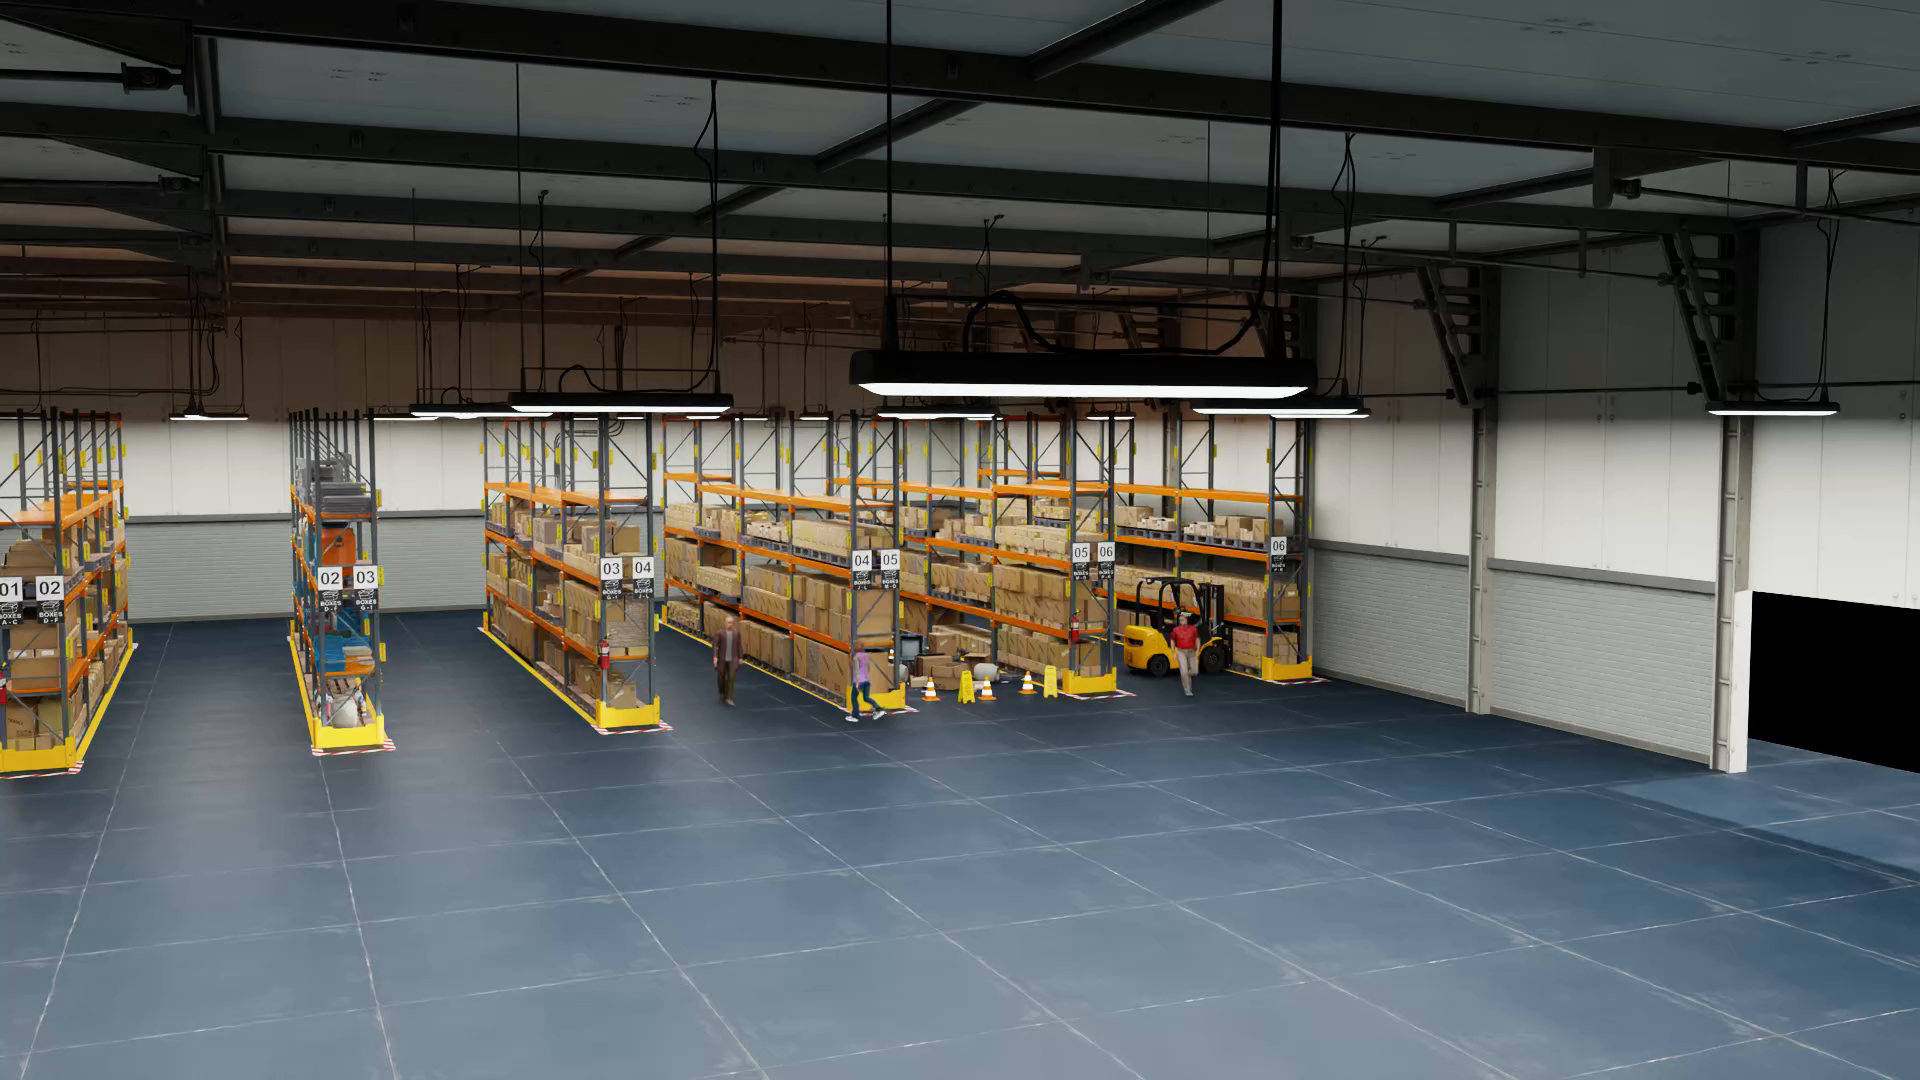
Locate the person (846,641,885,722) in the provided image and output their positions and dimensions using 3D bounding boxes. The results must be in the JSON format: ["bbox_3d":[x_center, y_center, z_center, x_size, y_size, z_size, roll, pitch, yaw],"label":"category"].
[{"bbox_3d":[-1.824,2.708,31.767,0.836,1.557,0.426,3,5,34],"label":"person"}]

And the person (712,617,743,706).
[{"bbox_3d":[-4.763,2.466,34.130,0.687,1.769,0.891,-1,4,-19],"label":"person"}]

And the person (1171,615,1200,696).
[{"bbox_3d":[4.776,2.417,35.220,0.593,1.702,0.653,0,4,-4],"label":"person"}]
